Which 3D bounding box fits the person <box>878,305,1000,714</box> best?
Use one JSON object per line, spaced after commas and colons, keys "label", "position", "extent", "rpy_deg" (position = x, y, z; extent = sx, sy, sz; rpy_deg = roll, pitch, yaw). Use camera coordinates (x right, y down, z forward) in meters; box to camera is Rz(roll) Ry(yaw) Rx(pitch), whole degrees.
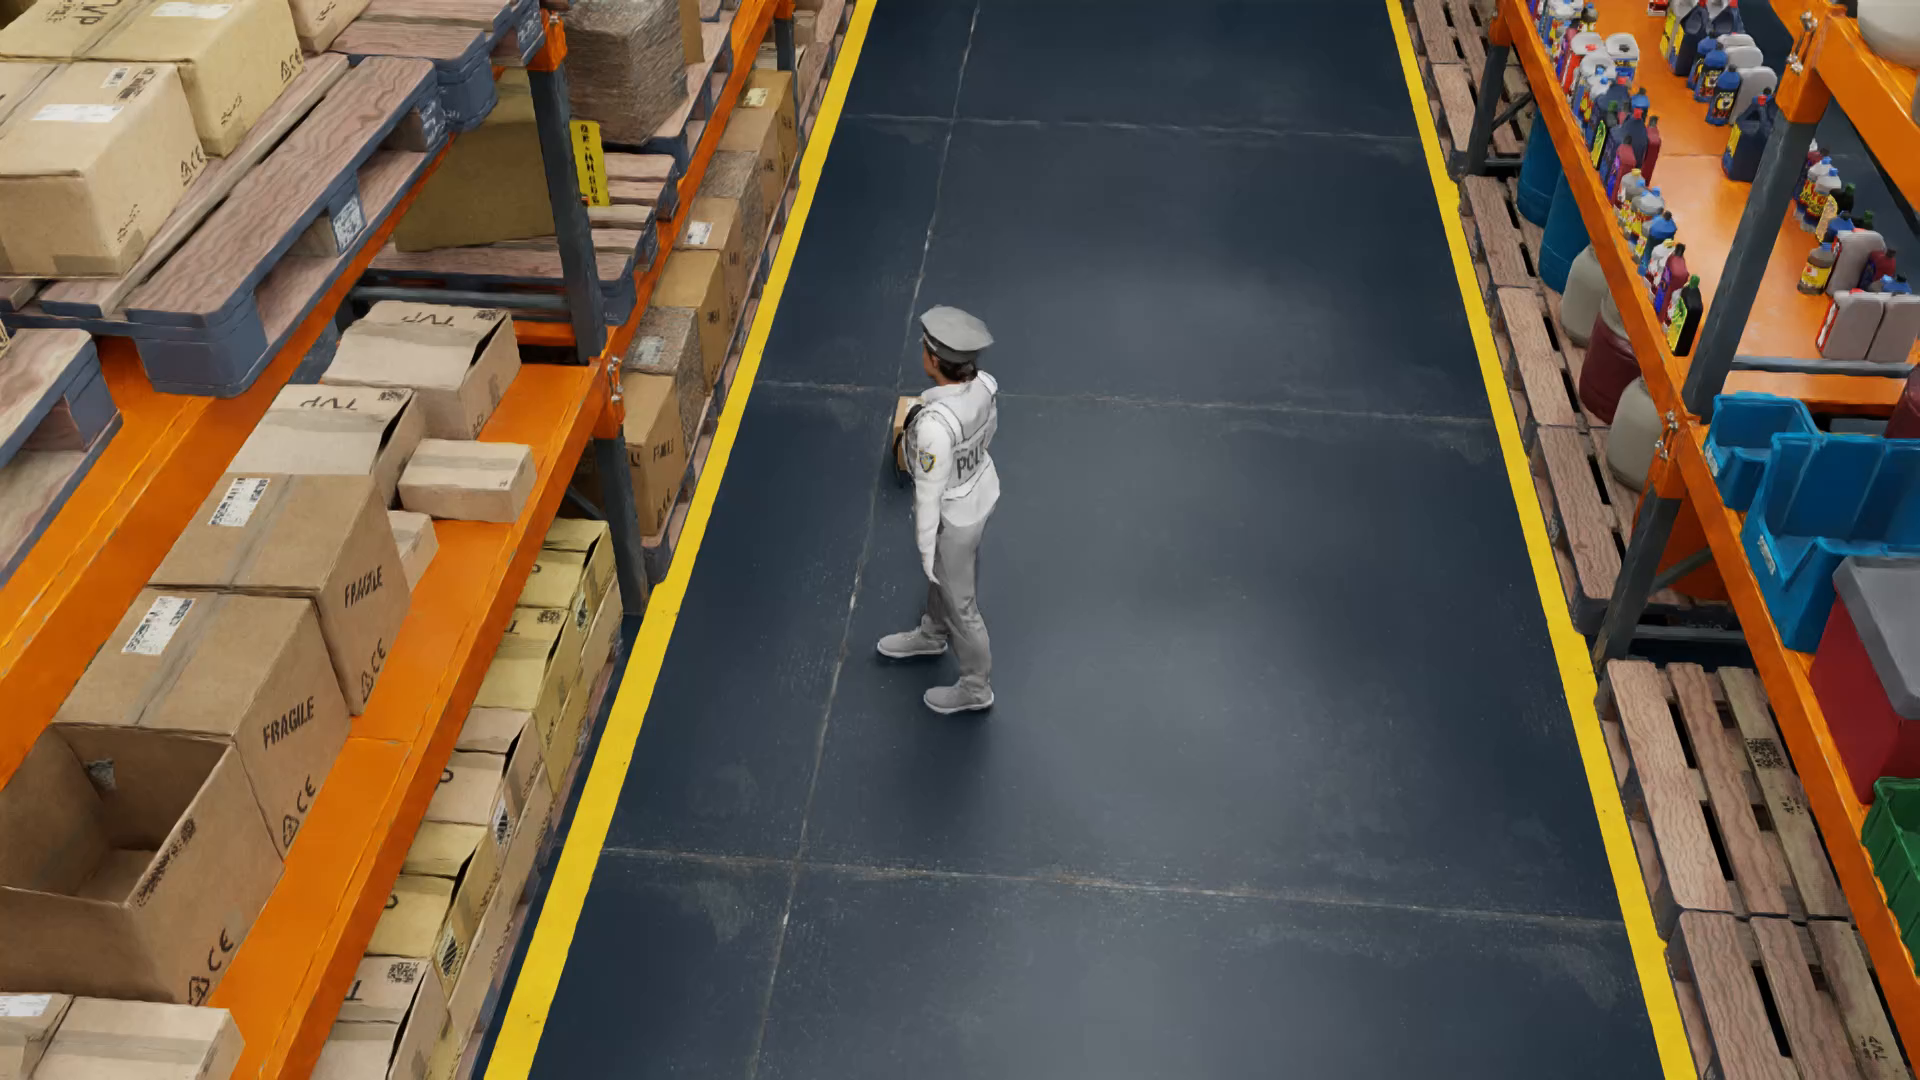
{"label": "person", "position": [-0.071, -0.118, 6.286], "extent": [0.564, 1.677, 0.568], "rpy_deg": [15, 43, 17]}
